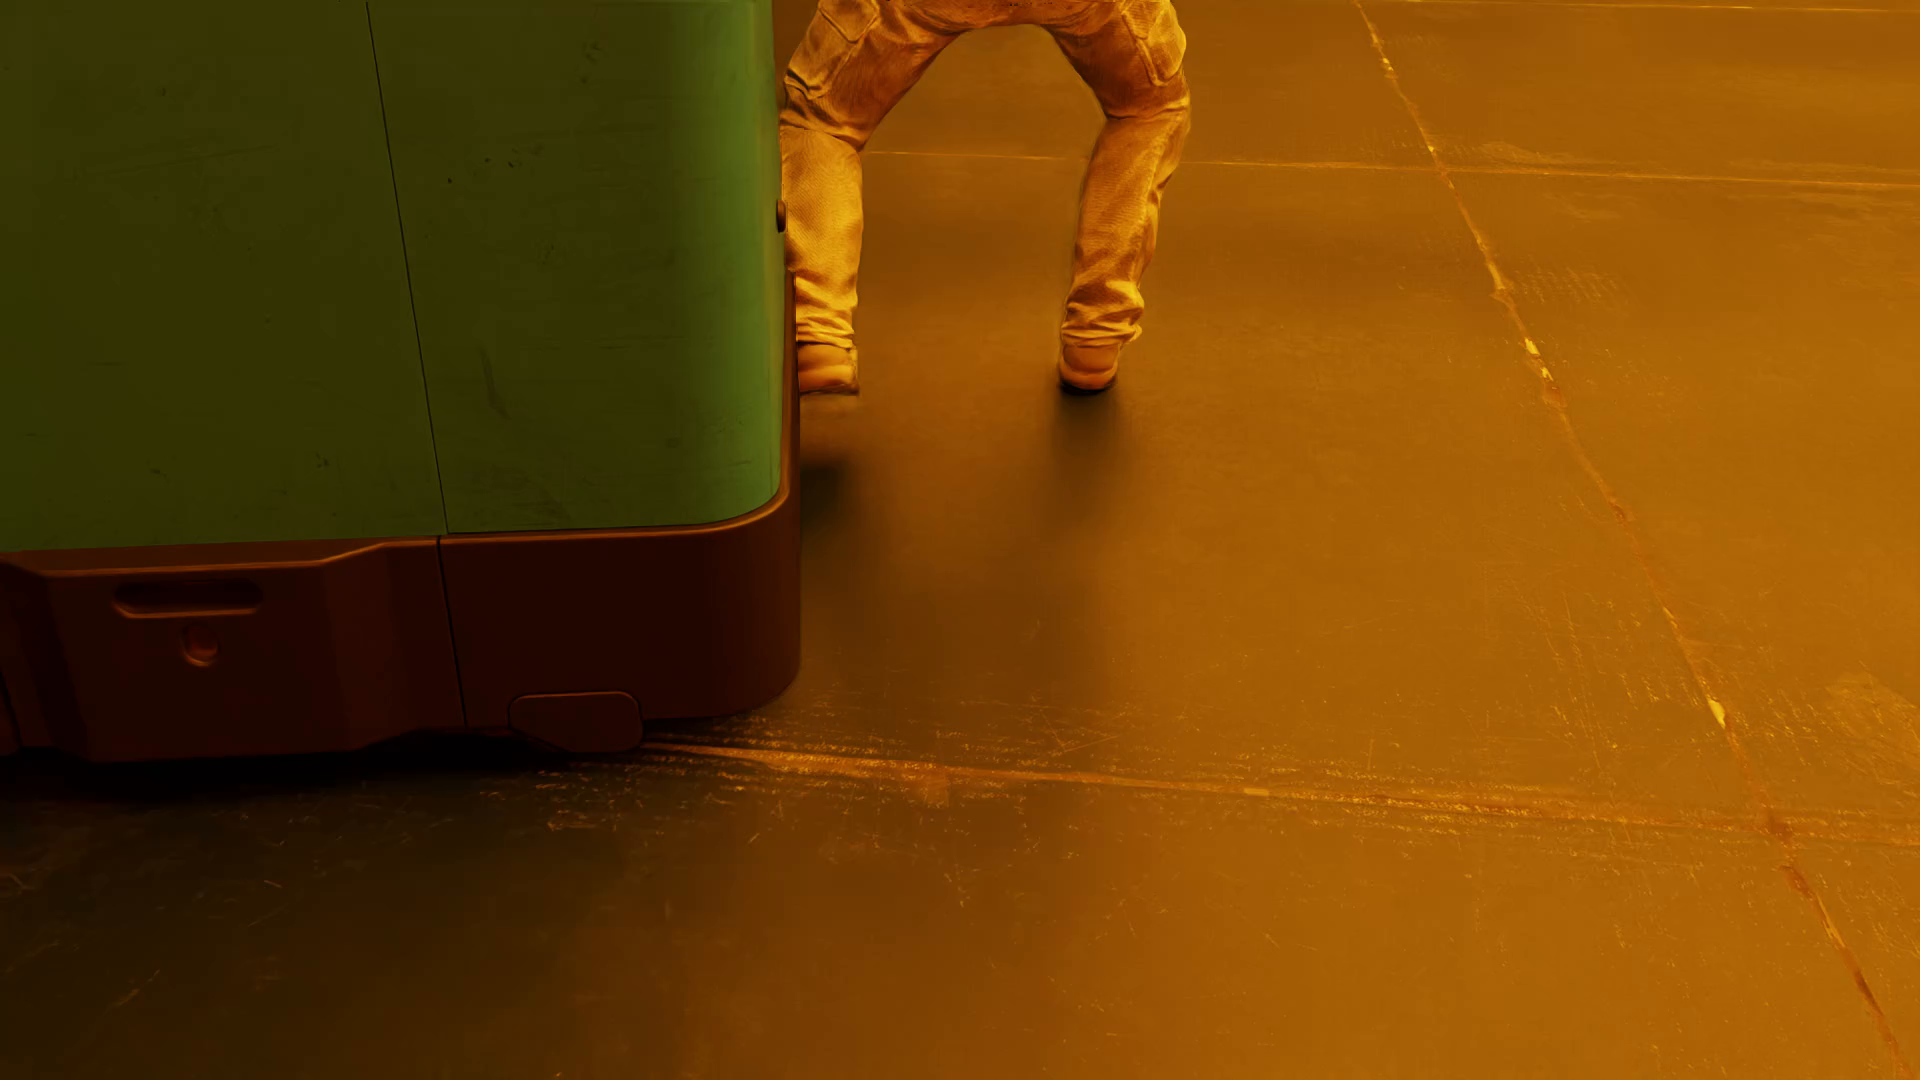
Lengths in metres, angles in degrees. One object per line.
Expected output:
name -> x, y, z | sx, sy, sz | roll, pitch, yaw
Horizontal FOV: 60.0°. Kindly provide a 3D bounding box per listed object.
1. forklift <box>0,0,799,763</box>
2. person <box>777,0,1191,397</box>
forklift -> -1.742, -1.221, 1.664 | 3.031, 2.935, 1.130 | -2, 27, -4
person -> 0.185, -0.996, 2.745 | 1.079, 1.538, 0.782 | -3, 27, -5
